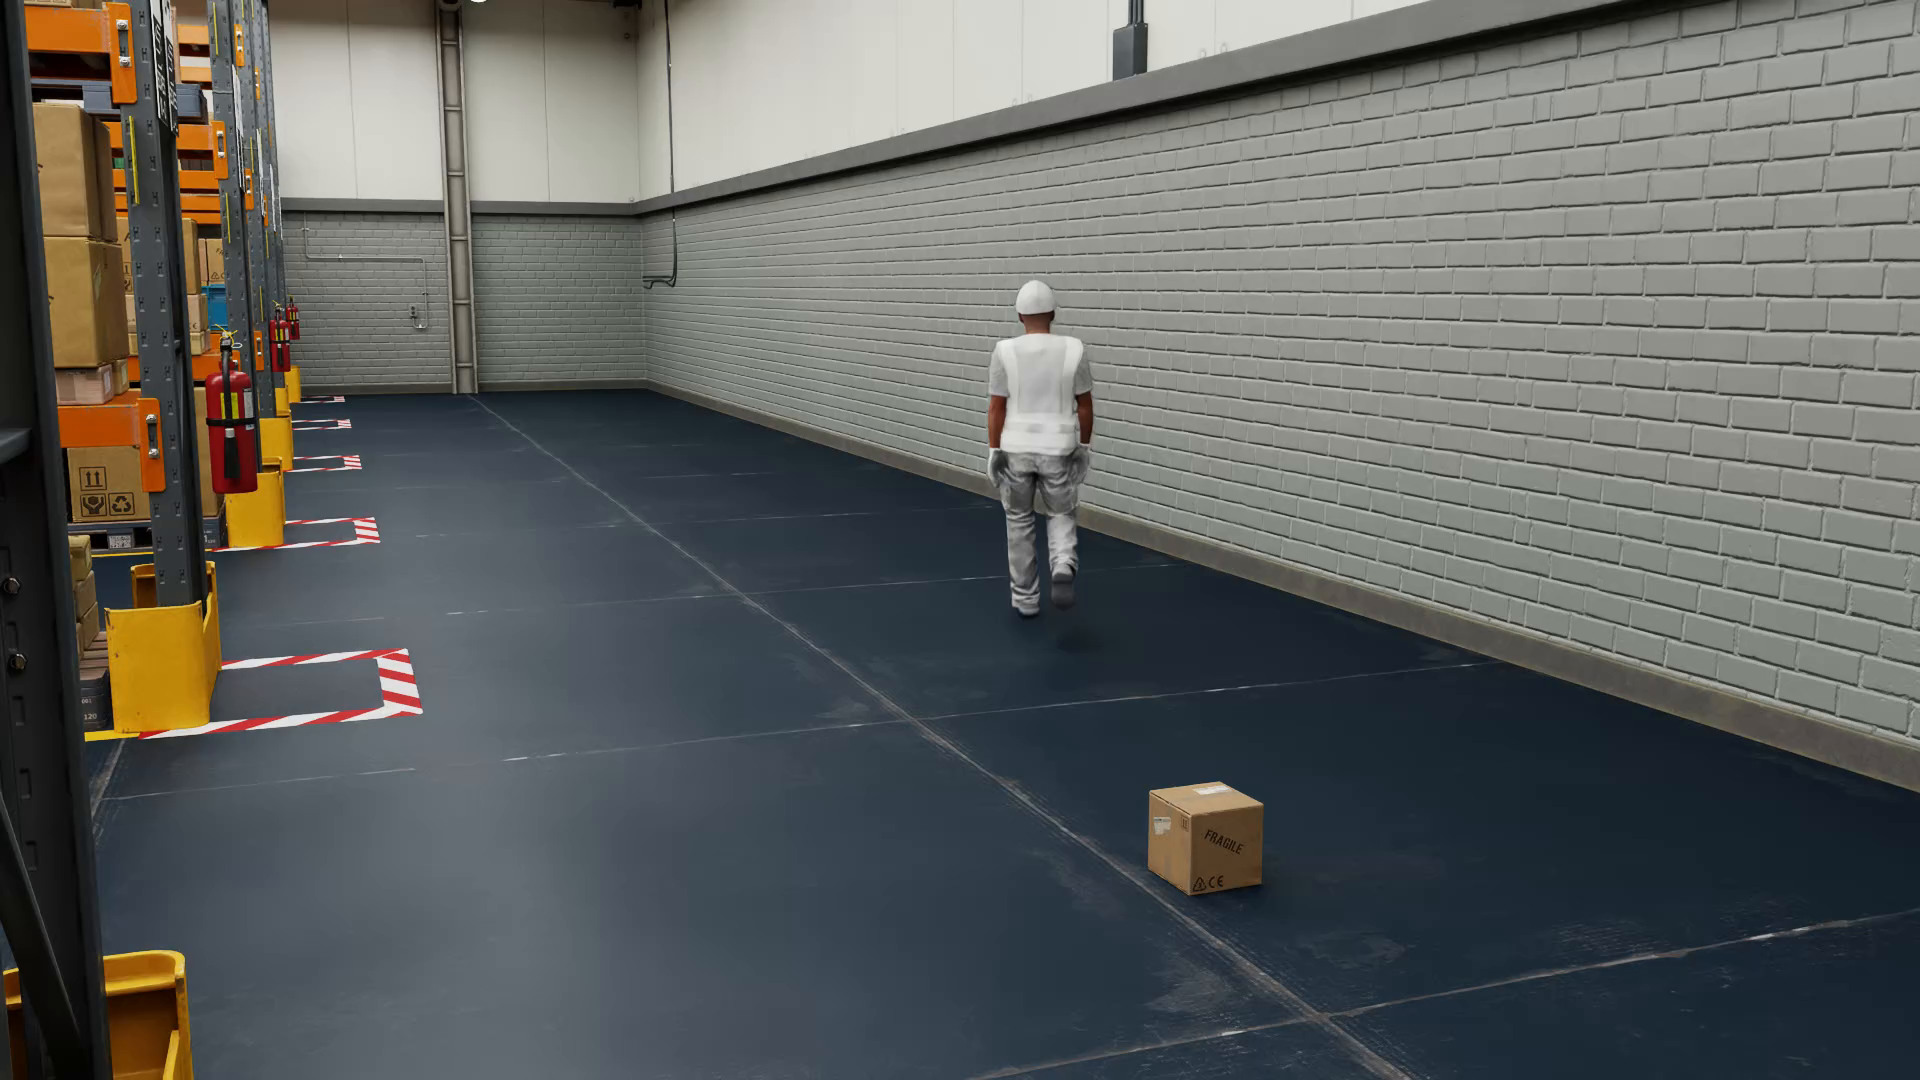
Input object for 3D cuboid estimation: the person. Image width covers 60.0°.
[{"bbox_3d":[0.417,-0.808,8.679,0.548,1.084,0.347,0,9,-2],"label":"person"}]
